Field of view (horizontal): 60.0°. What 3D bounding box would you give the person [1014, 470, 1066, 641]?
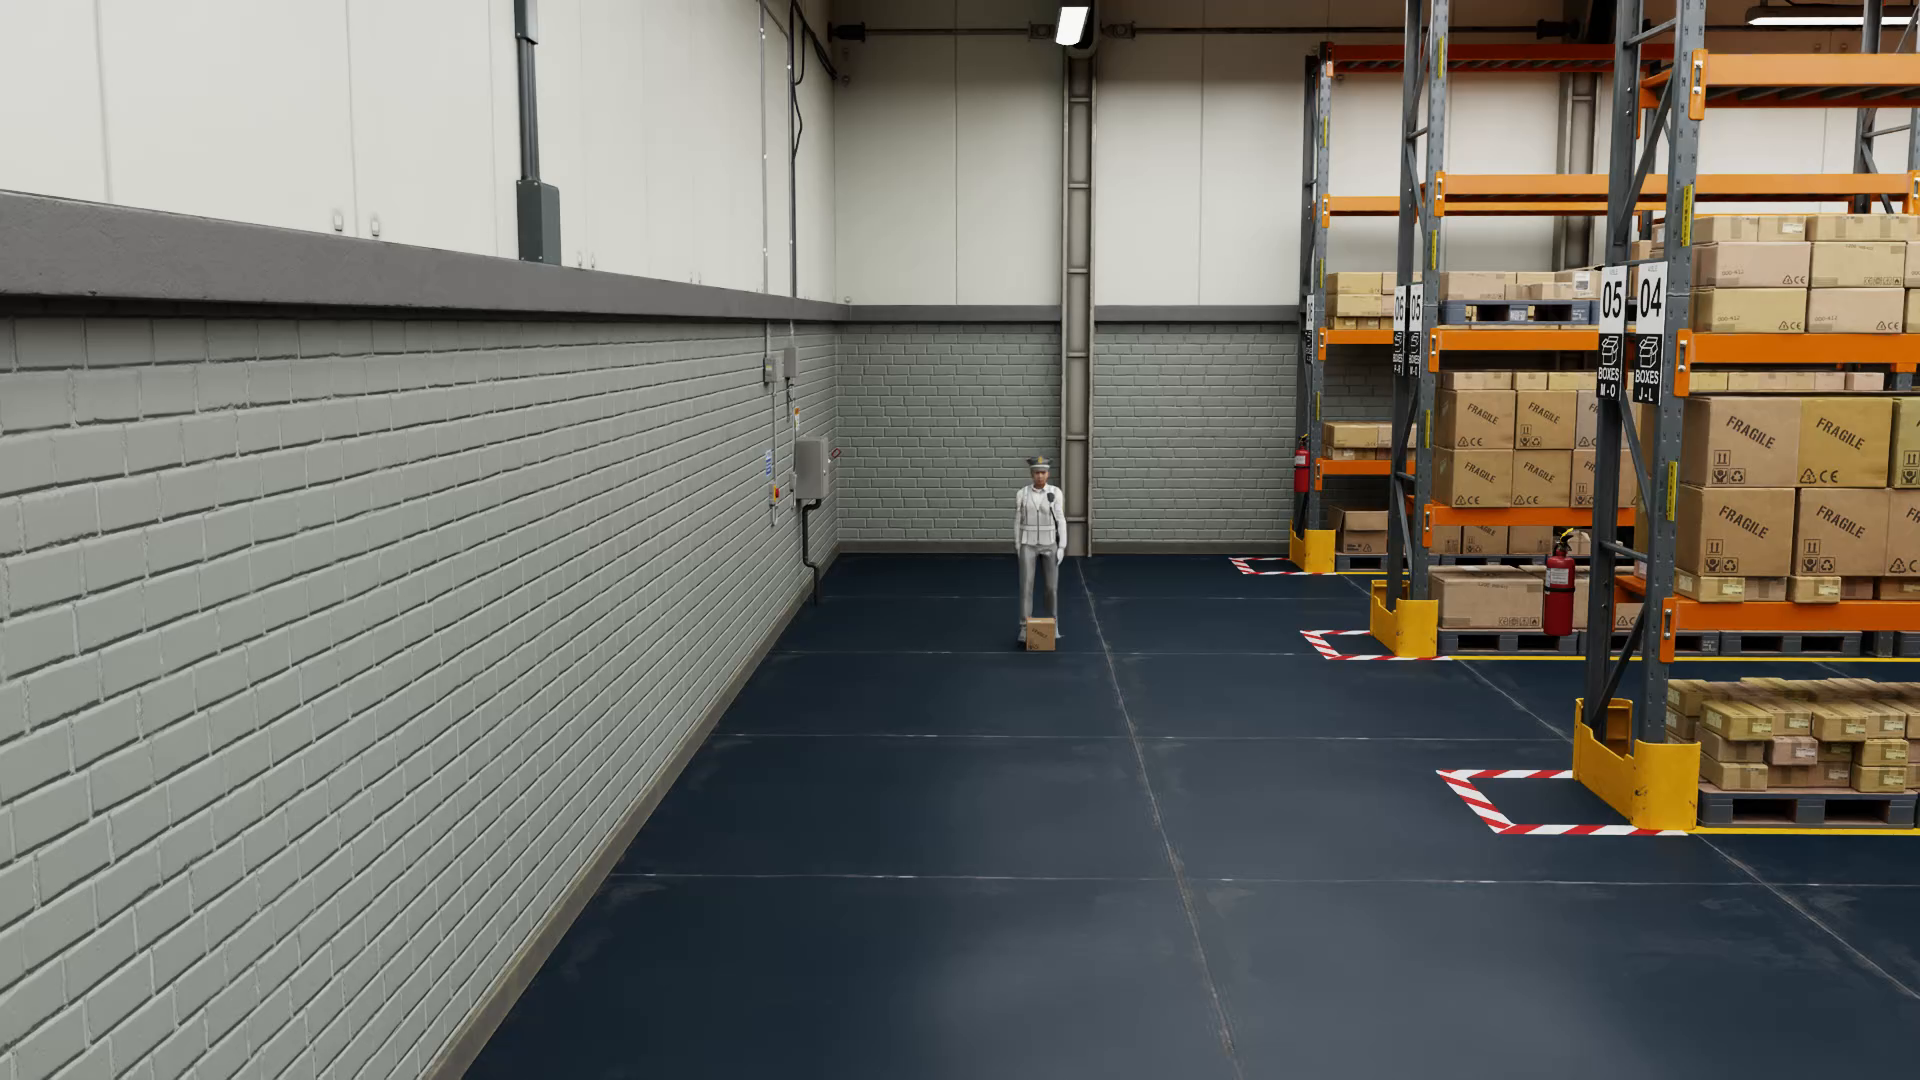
[{"bbox_3d":[0.729,0.116,15.165,0.473,1.719,0.391,0,7,3],"label":"person"}]
